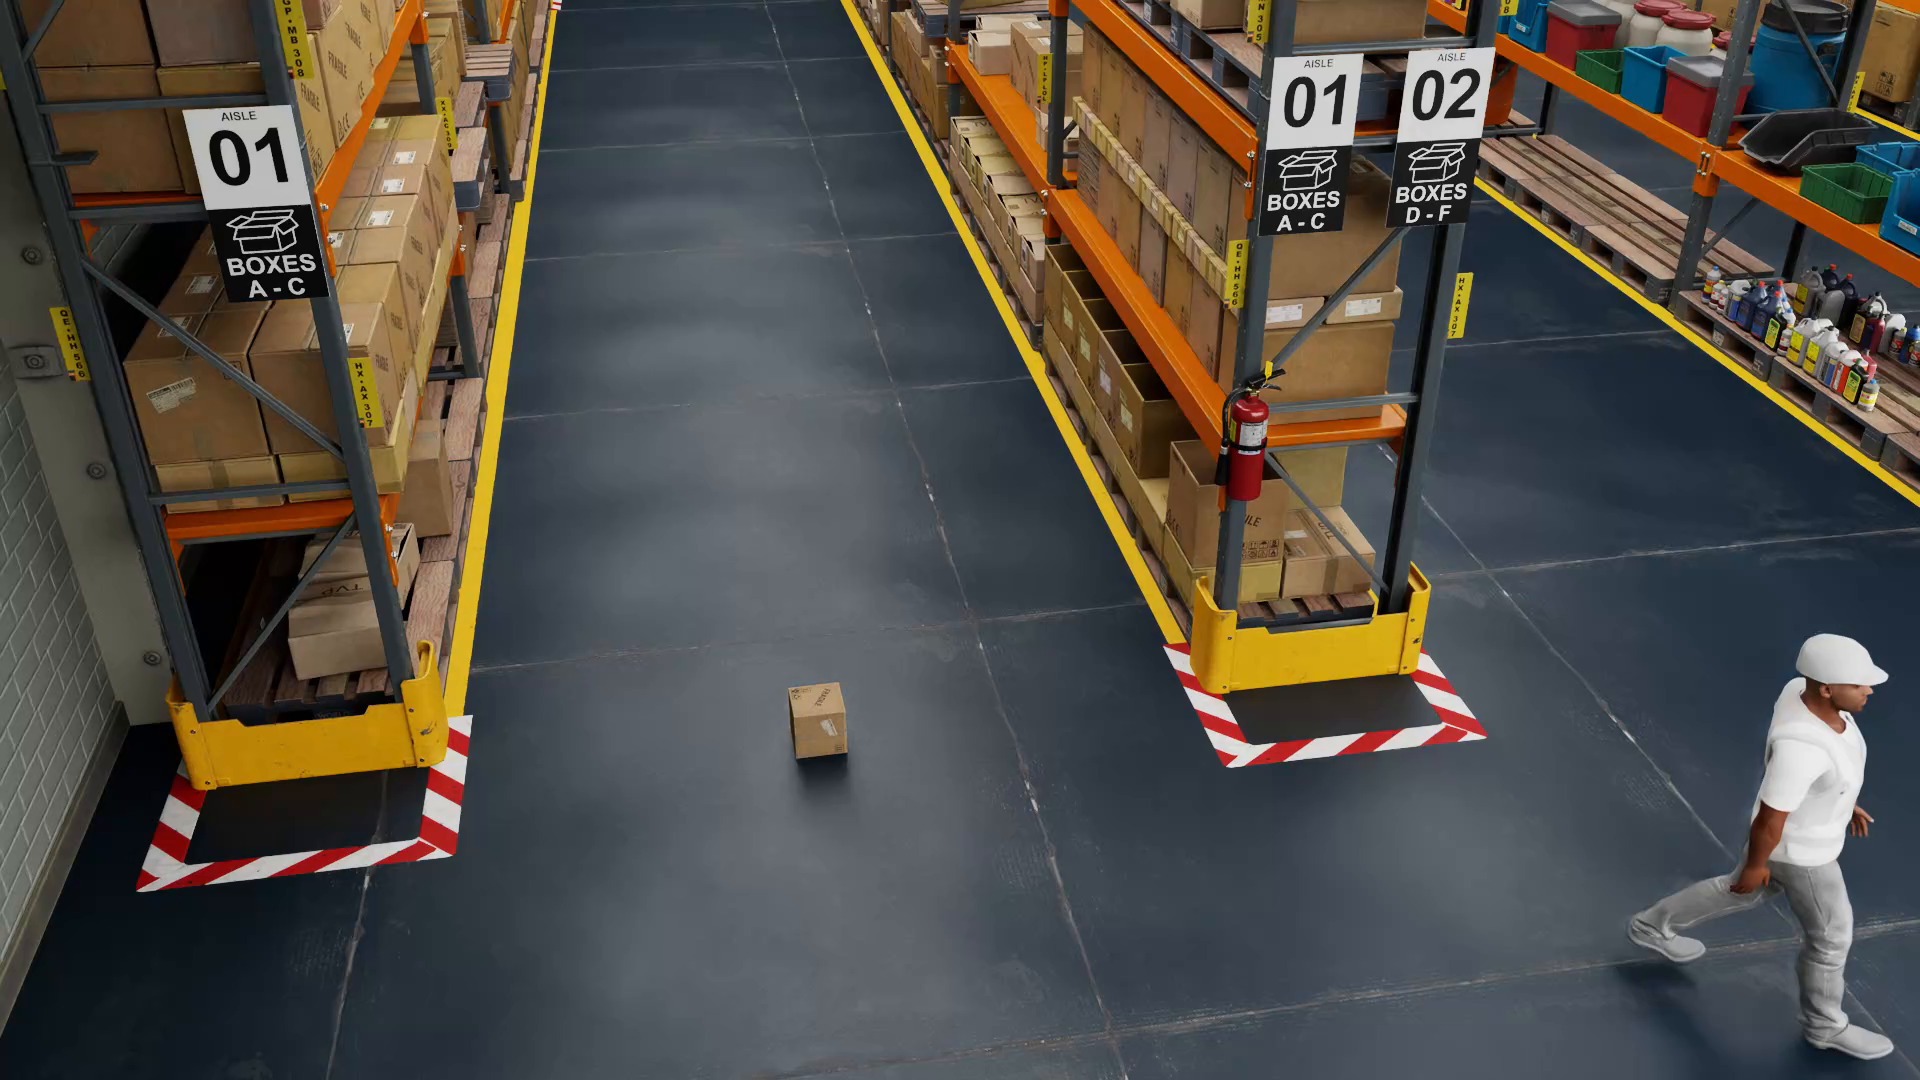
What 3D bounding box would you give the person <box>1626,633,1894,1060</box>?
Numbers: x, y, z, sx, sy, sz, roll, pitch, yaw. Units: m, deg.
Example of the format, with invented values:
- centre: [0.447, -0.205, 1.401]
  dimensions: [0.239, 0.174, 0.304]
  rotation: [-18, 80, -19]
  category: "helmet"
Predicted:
- centre: [3.179, 1.102, 6.252]
  dimensions: [1.002, 1.728, 0.577]
  rotation: [14, 33, 22]
  category: "person"
